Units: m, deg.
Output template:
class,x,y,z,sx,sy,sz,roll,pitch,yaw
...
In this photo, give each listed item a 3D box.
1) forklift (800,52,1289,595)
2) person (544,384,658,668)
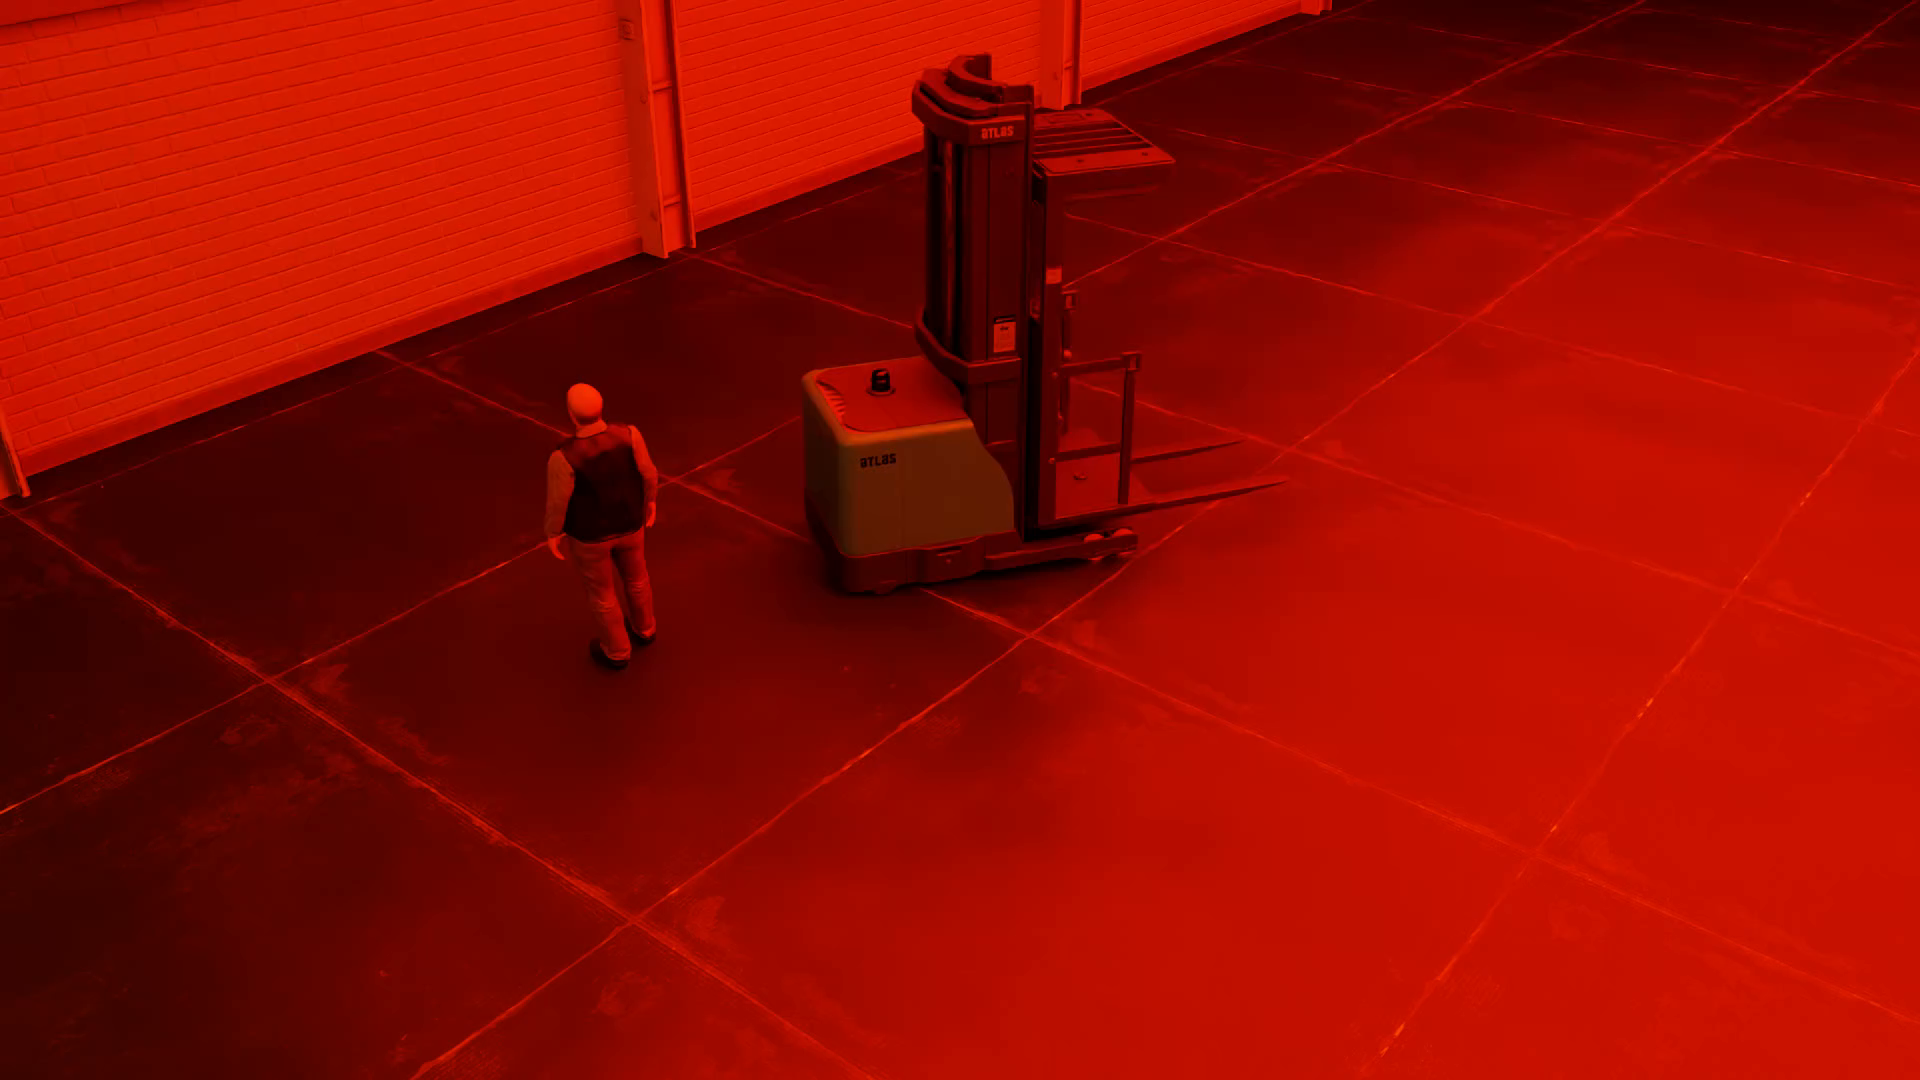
class,x,y,z,sx,sy,sz,roll,pitch,yaw
forklift,0.587,-1.377,9.951,3.031,2.935,1.130,-10,32,-16
person,-1.947,-0.097,8.951,0.639,1.725,0.566,-20,36,-30
